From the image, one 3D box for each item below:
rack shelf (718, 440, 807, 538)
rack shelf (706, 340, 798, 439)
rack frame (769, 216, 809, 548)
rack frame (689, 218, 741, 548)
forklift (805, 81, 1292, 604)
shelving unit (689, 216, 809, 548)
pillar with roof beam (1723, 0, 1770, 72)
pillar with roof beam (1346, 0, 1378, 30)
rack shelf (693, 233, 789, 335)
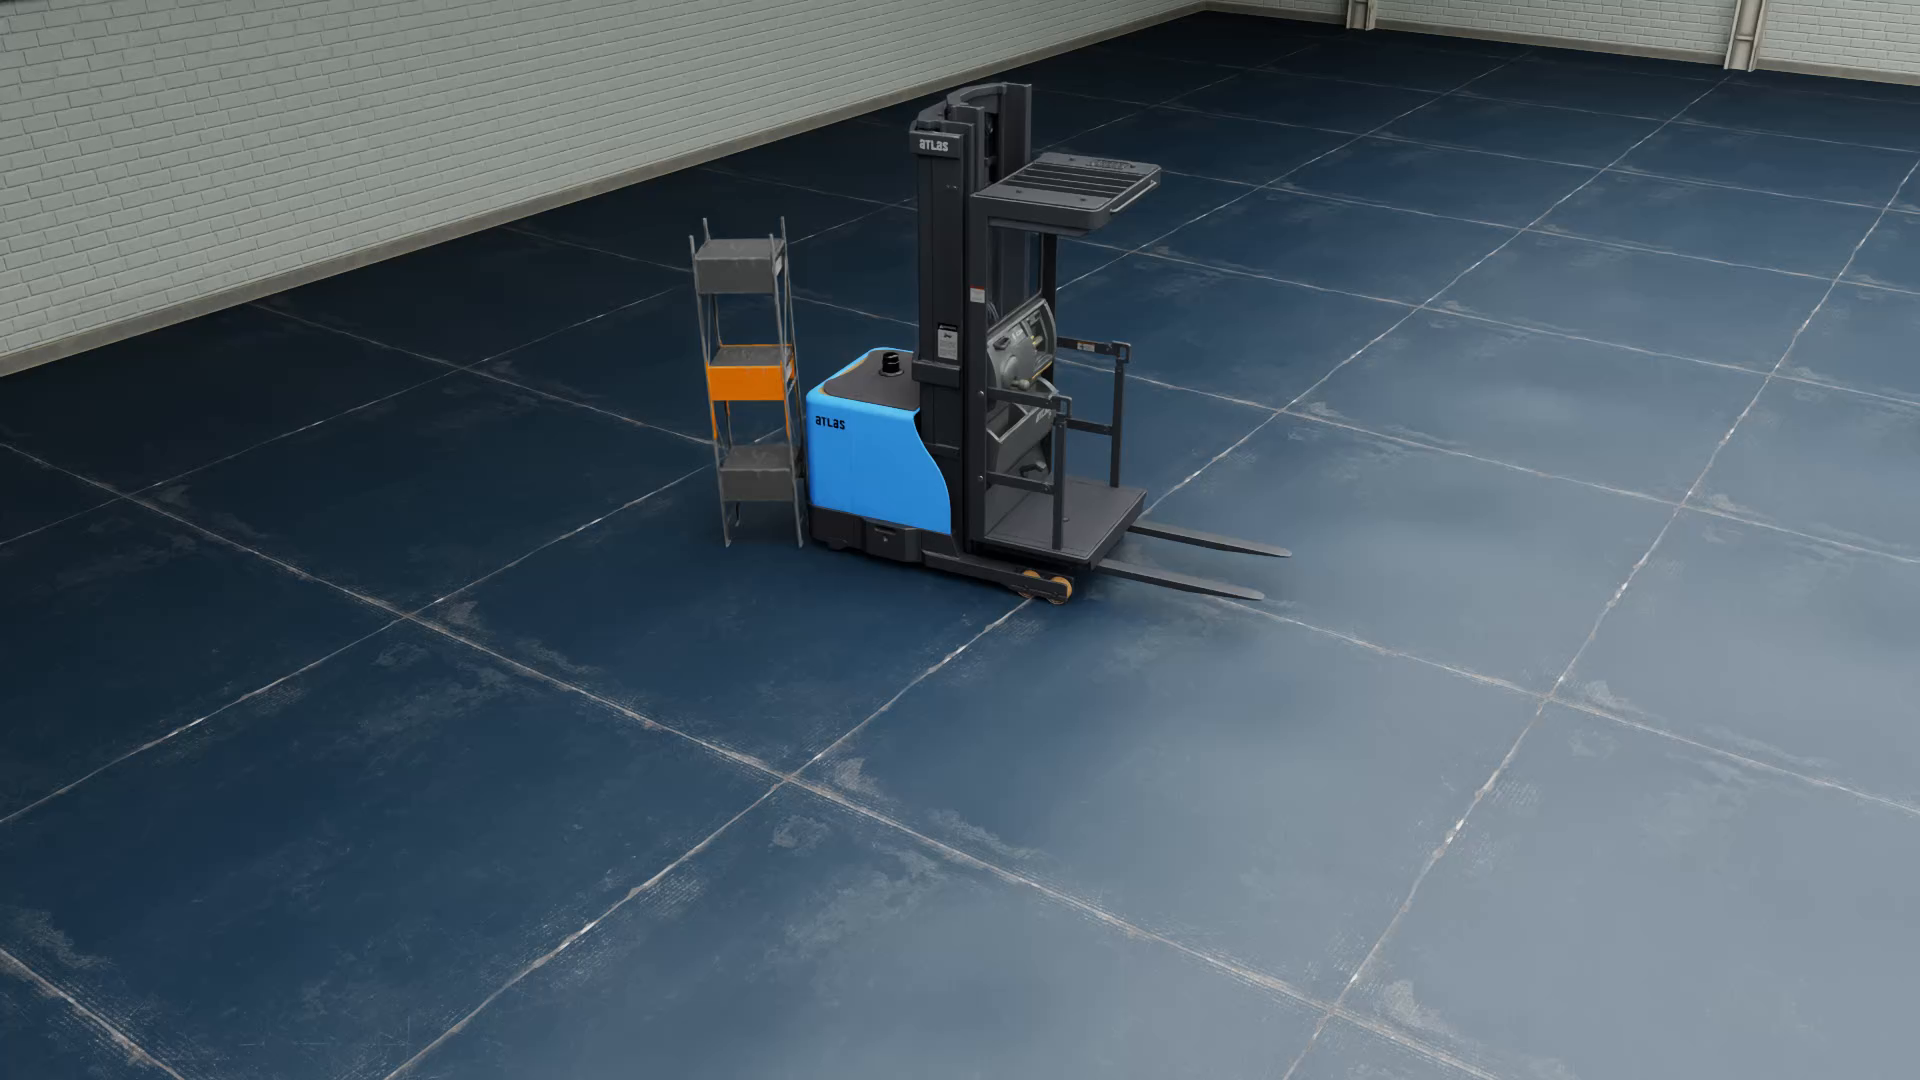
[{"bbox_3d":[-1.284,-0.340,10.927,0.480,0.518,0.431,0,27,6],"label":"rack shelf"},{"bbox_3d":[-1.314,-0.964,10.612,0.480,0.518,0.431,0,27,6],"label":"rack shelf"},{"bbox_3d":[-1.071,-0.976,10.582,0.015,2.100,0.400,0,27,6],"label":"rack frame"},{"bbox_3d":[-1.557,-0.977,10.629,0.015,2.100,0.400,0,27,6],"label":"rack frame"},{"bbox_3d":[0.564,-1.185,10.121,3.031,2.935,1.130,12,29,22],"label":"forklift"},{"bbox_3d":[-1.314,-0.976,10.606,0.503,2.100,0.431,0,27,6],"label":"shelving unit"},{"bbox_3d":[9.231,-9.458,19.687,0.400,9.000,9.100,17,32,30],"label":"pillar with roof beam"},{"bbox_3d":[4.286,-10.999,22.715,0.400,9.000,9.100,17,32,30],"label":"pillar with roof beam"},{"bbox_3d":[-1.343,-1.589,10.297,0.480,0.518,0.431,0,27,6],"label":"rack shelf"}]
